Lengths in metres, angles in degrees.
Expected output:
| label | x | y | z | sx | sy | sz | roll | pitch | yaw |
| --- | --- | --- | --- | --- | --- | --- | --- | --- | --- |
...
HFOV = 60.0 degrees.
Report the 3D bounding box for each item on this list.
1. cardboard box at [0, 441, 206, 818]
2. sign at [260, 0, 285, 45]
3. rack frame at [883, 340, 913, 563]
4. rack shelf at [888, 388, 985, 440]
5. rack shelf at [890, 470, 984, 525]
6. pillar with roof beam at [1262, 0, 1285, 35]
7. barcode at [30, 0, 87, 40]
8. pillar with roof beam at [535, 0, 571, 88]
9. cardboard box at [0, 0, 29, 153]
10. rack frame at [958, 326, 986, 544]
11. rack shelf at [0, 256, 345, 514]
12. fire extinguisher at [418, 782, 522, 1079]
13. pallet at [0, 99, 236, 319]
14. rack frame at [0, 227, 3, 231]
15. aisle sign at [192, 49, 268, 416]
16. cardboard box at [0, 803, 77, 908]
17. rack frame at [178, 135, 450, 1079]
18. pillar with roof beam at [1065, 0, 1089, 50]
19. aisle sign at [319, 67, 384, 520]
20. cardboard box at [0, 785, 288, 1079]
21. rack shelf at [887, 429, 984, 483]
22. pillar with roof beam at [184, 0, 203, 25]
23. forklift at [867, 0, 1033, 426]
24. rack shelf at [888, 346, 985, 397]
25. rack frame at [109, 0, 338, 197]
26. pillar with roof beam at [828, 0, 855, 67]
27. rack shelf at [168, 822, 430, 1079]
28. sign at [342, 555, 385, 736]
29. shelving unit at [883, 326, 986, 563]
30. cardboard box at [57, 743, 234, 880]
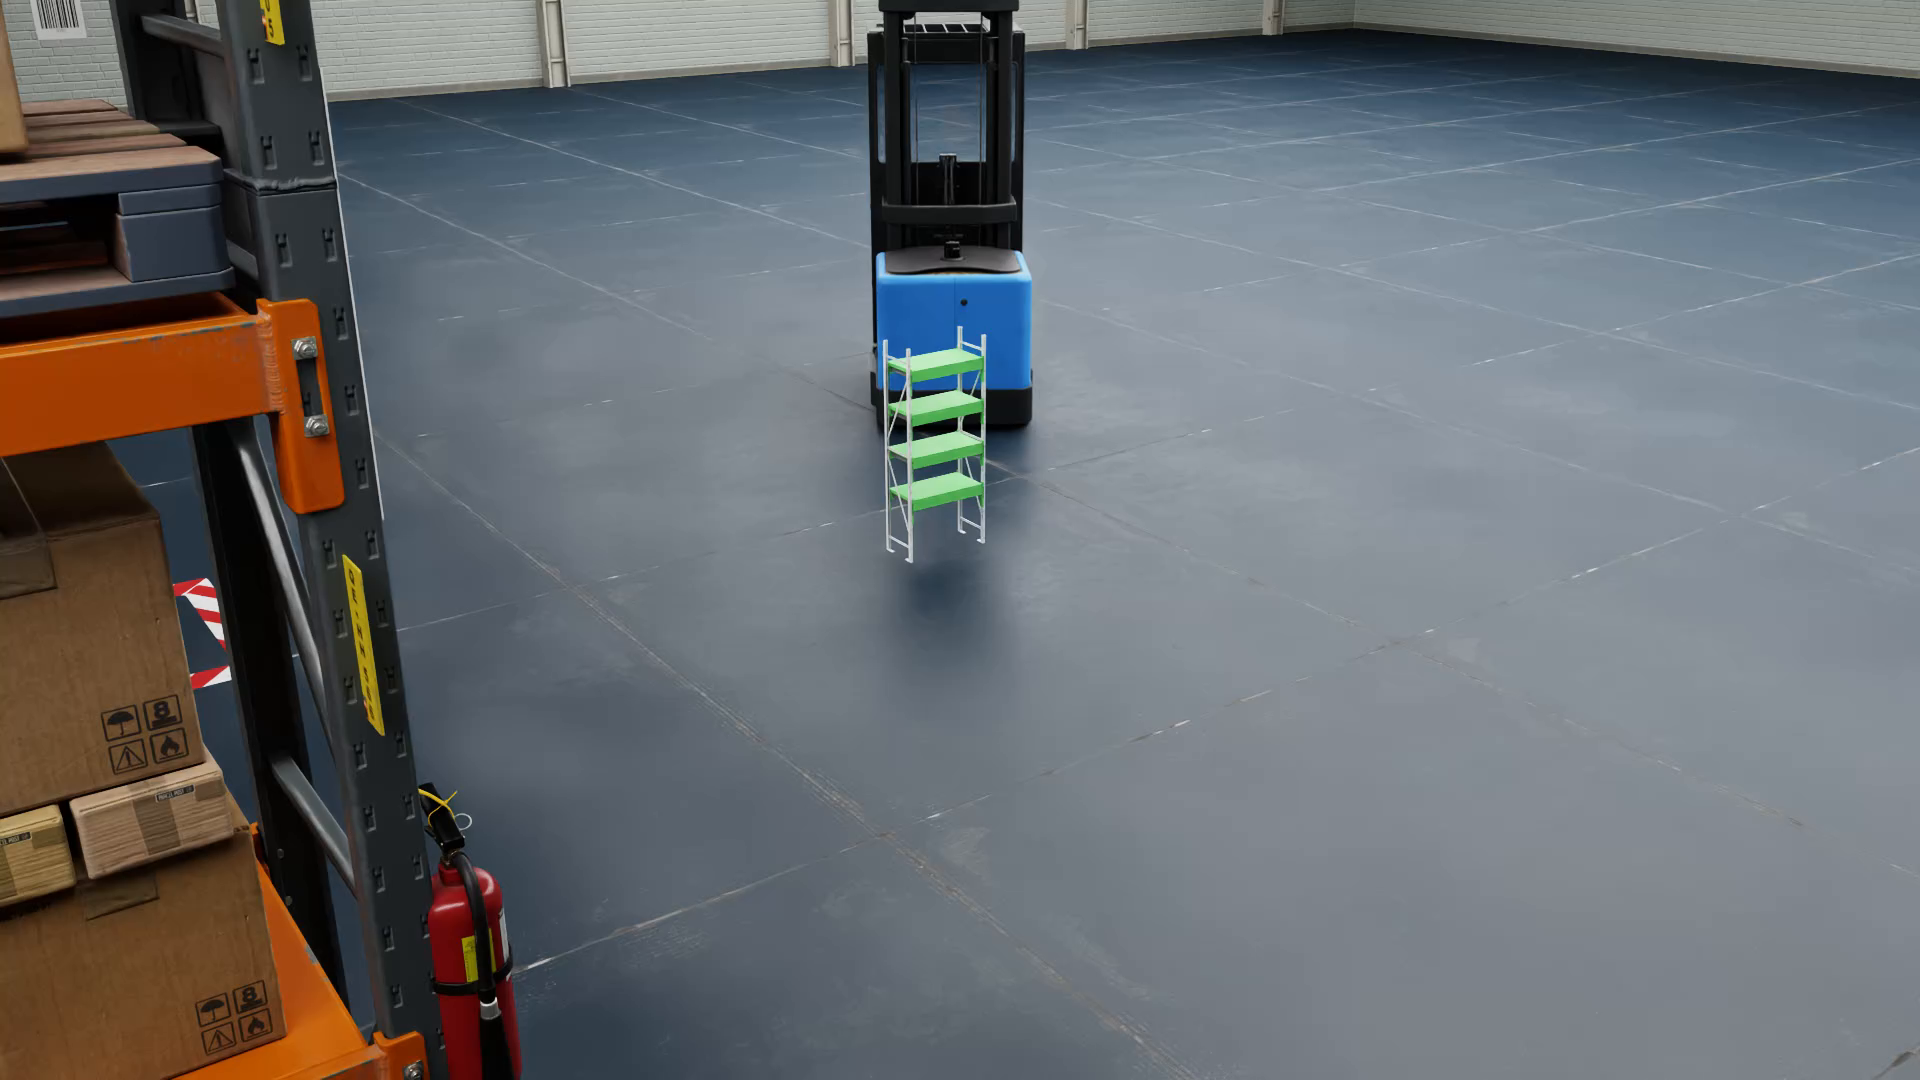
| label | x | y | z | sx | sy | sz | roll | pitch | yaw |
| --- | --- | --- | --- | --- | --- | --- | --- | --- | --- |
| cardboard box | -1.808 | 0.132 | 3.133 | 0.500 | 0.500 | 0.700 | -15 | 26 | -33 |
| sign | -1.073 | -0.929 | 2.543 | 0.005 | 0.325 | 0.100 | -15 | 26 | -33 |
| rack frame | -0.332 | -0.469 | 8.952 | 0.015 | 1.200 | 0.240 | -15 | 26 | -33 |
| rack shelf | -0.134 | -0.685 | 9.019 | 0.480 | 0.148 | 0.258 | -15 | 26 | -33 |
| rack shelf | -0.134 | -0.239 | 9.197 | 0.480 | 0.148 | 0.258 | -15 | 26 | -33 |
| pillar with roof beam | 9.924 | -14.888 | 34.564 | 0.400 | 9.000 | 9.100 | -15 | 26 | -33 |
| barcode | -1.342 | -0.780 | 2.474 | 0.075 | 0.075 | 0.001 | -15 | 26 | -33 |
| pillar with roof beam | -4.687 | -10.992 | 24.800 | 0.400 | 9.000 | 9.100 | -15 | 26 | -33 |
| cardboard box | -1.847 | -0.906 | 2.677 | 0.637 | 0.503 | 0.797 | -13 | 25 | -29 |
| rack frame | 0.064 | -0.574 | 9.217 | 0.015 | 1.200 | 0.240 | -15 | 26 | -33 |
| rack shelf | -3.002 | 0.046 | 2.157 | 4.000 | 0.370 | 1.077 | -15 | 26 | -33 |
| fire extinguisher | -1.011 | 0.822 | 3.393 | 0.183 | 0.674 | 0.296 | -15 | 26 | -33 |
| pallet | -1.968 | -0.535 | 2.761 | 1.213 | 0.211 | 1.003 | -15 | 26 | -33 |
| rack frame | -4.268 | -0.819 | 7.401 | 0.127 | 3.000 | 1.000 | -15 | 26 | -33 |
| aisle sign | -1.504 | -0.642 | 3.449 | 0.004 | 0.787 | 0.394 | -15 | 26 | -33 |
| cardboard box | -1.789 | 0.522 | 3.032 | 0.250 | 0.149 | 0.380 | -14 | 26 | -32 |
| rack frame | -1.379 | 0.672 | 3.665 | 0.127 | 3.000 | 1.000 | -15 | 26 | -33 |
| pillar with roof beam | 5.054 | -13.589 | 31.310 | 0.400 | 9.000 | 9.100 | -15 | 26 | -33 |
| aisle sign | -1.154 | -0.461 | 2.997 | 0.004 | 0.787 | 0.394 | -15 | 26 | -33 |
| cardboard box | -1.765 | 0.723 | 3.402 | 0.500 | 0.500 | 0.700 | -15 | 26 | -33 |
| rack shelf | -0.134 | -0.462 | 9.108 | 0.480 | 0.148 | 0.258 | -15 | 26 | -33 |
| pillar with roof beam | -9.557 | -9.693 | 21.546 | 0.400 | 9.000 | 9.100 | -15 | 26 | -33 |
| forklift | -0.109 | -2.626 | 12.022 | 1.130 | 2.935 | 3.031 | -1 | 22 | -3 |
| rack shelf | -0.134 | -0.908 | 8.930 | 0.480 | 0.148 | 0.258 | -15 | 26 | -33 |
| rack frame | -1.379 | -2.114 | 2.553 | 0.127 | 3.000 | 1.000 | -15 | 26 | -33 |
| pillar with roof beam | 0.183 | -12.291 | 28.055 | 0.400 | 9.000 | 9.100 | -15 | 26 | -33 |
| rack shelf | -3.002 | 1.439 | 2.713 | 4.000 | 0.370 | 1.077 | -15 | 26 | -33 |
| sign | -1.073 | 0.191 | 2.989 | 0.005 | 0.325 | 0.100 | -15 | 26 | -33 |
| shelving unit | -0.134 | -0.521 | 9.084 | 0.503 | 1.200 | 0.258 | -15 | 26 | -33 |
| cardboard box | -1.577 | 0.465 | 3.175 | 0.250 | 0.149 | 0.380 | -15 | 26 | -34 |
